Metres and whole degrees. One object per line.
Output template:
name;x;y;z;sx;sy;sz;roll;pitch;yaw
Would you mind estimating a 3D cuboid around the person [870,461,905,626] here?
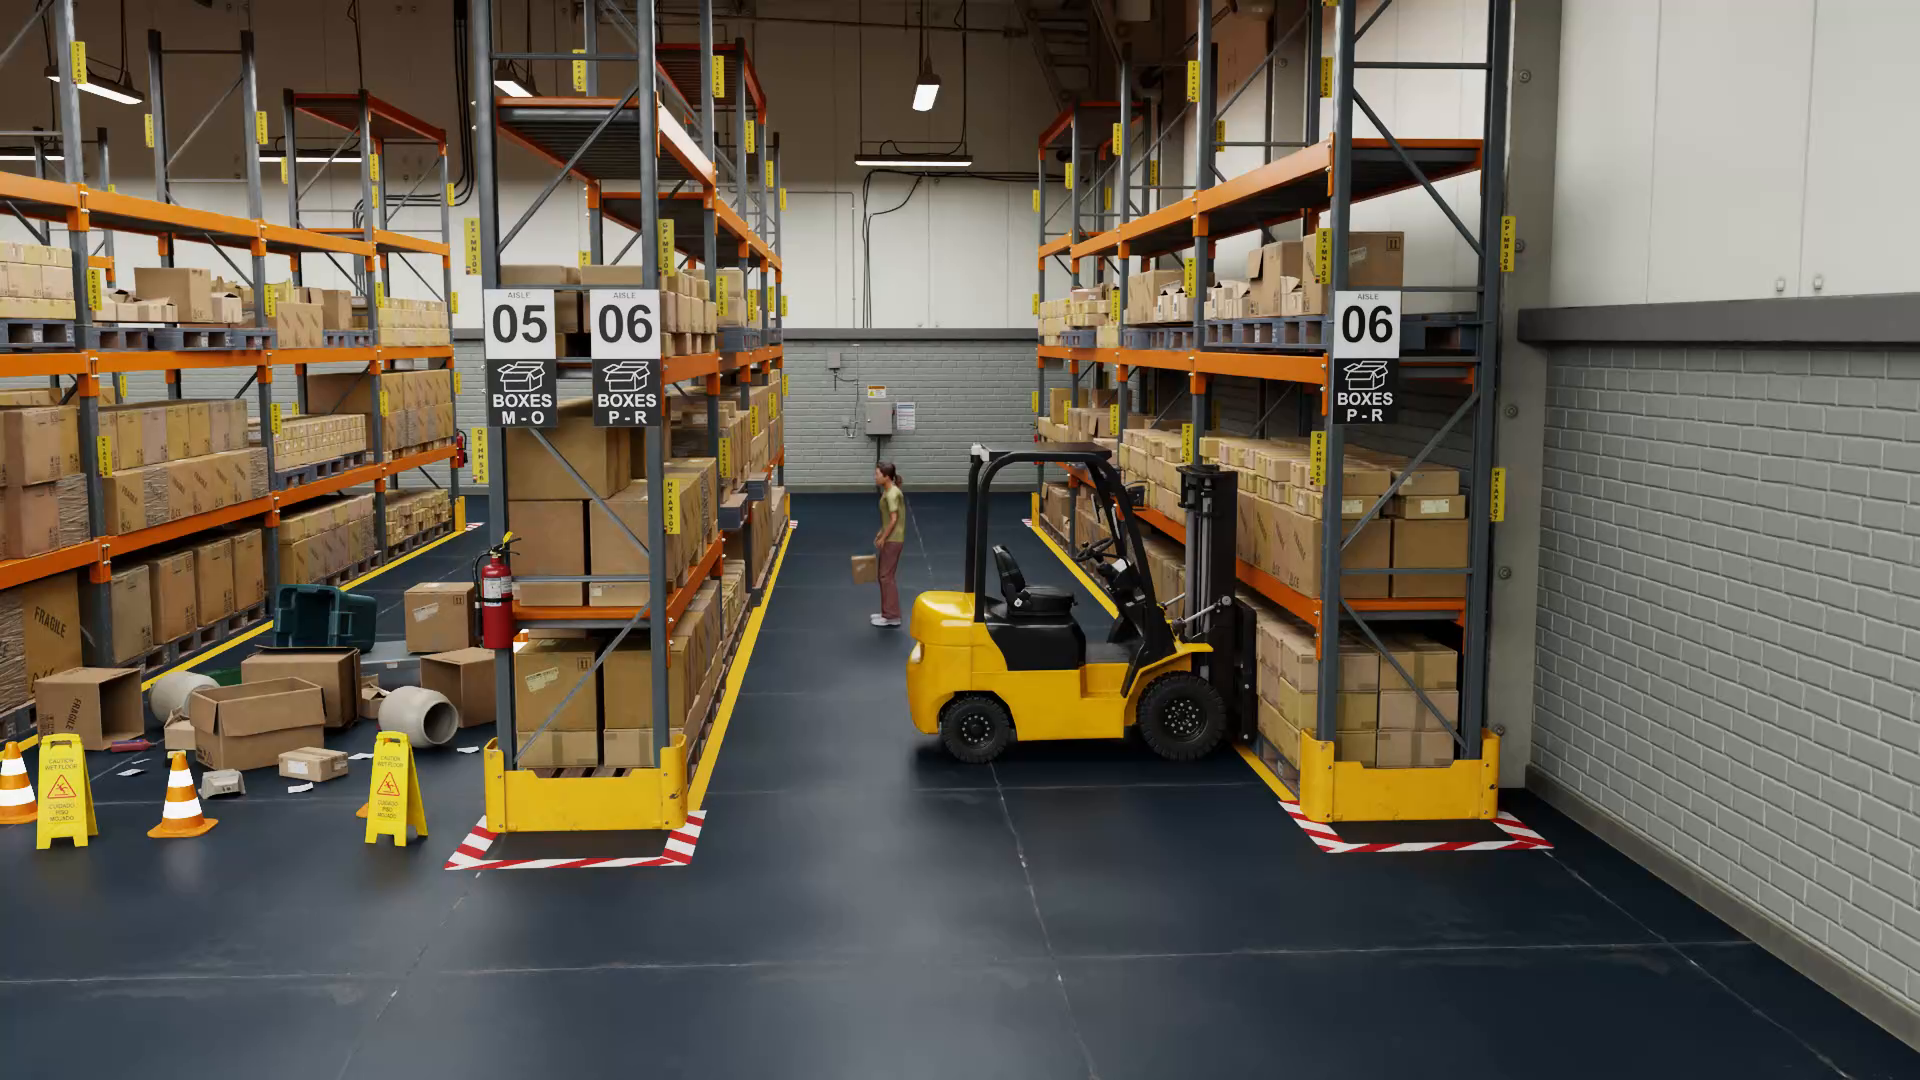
person;-0.740;0.027;17.017;0.364;1.676;0.480;-1;7;-5
